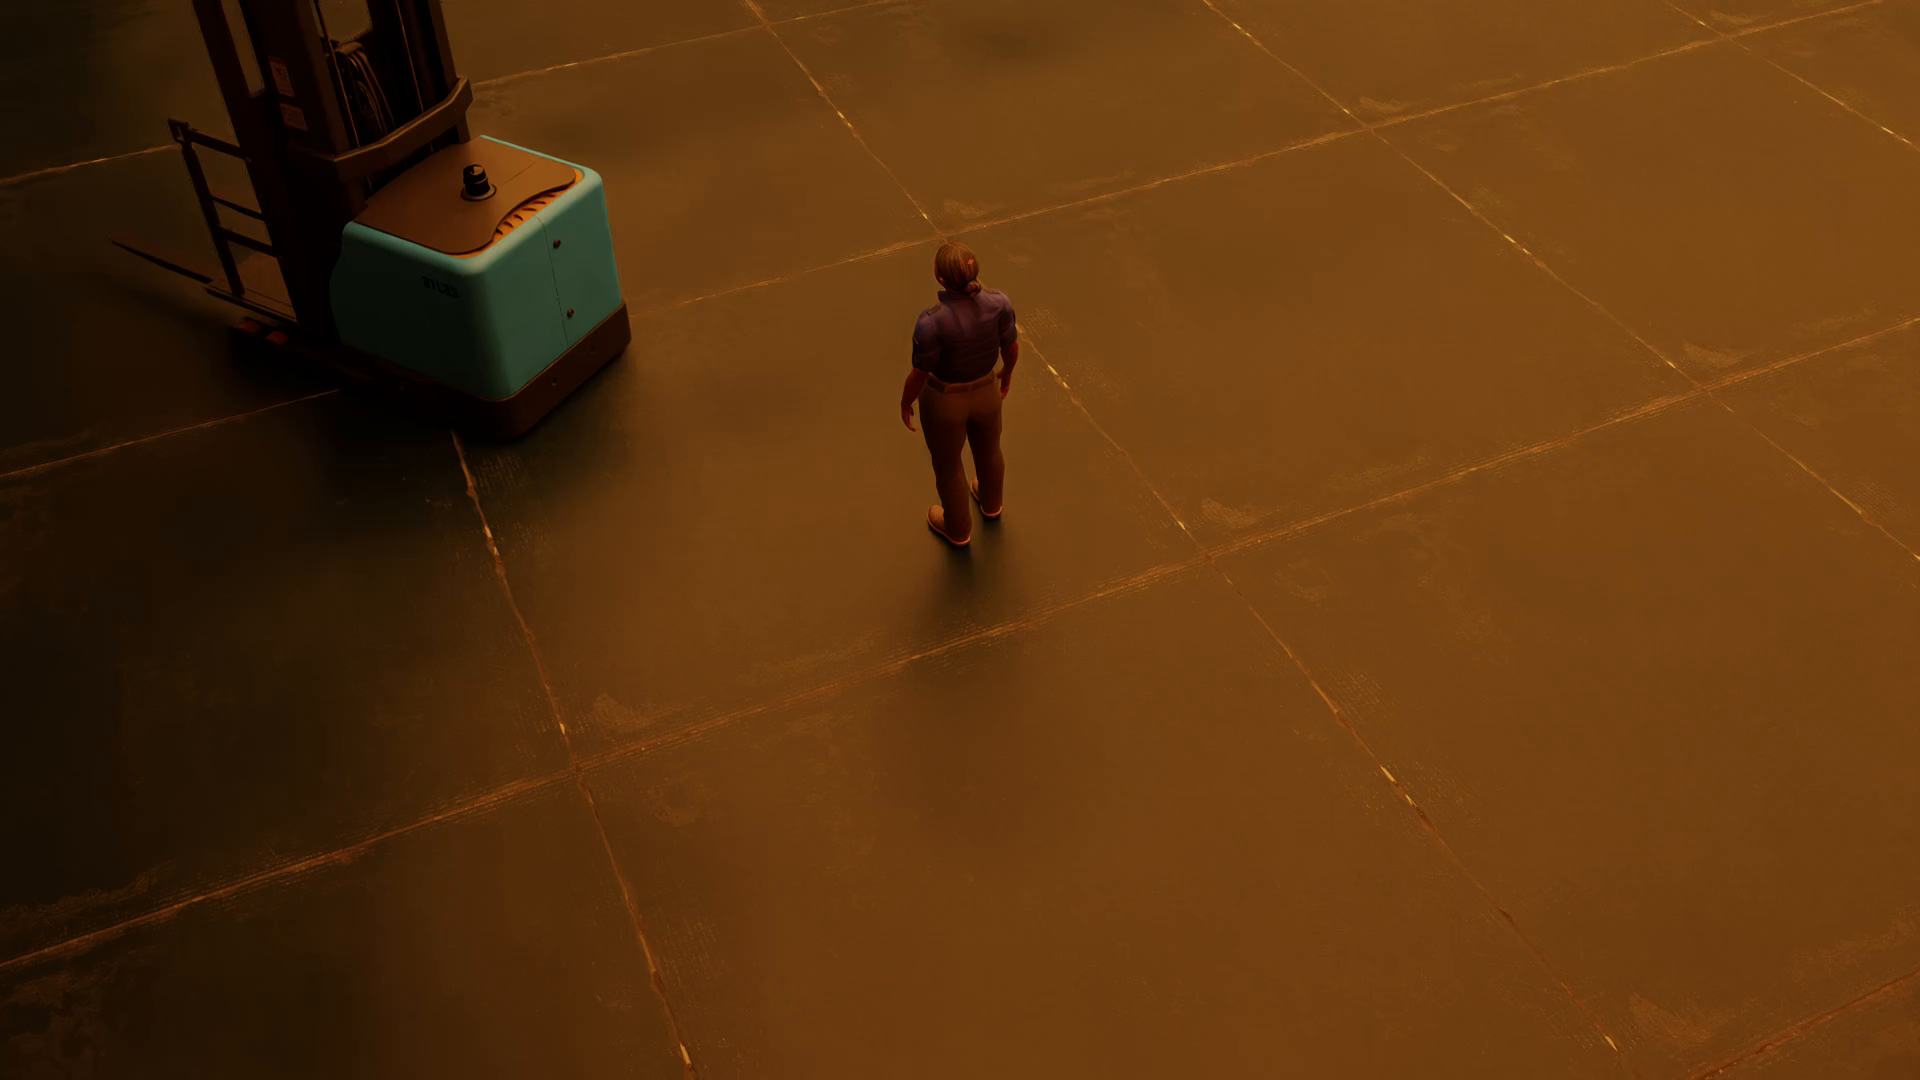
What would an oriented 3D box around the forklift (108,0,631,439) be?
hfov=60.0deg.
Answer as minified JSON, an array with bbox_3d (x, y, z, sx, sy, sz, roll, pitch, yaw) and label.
[{"bbox_3d":[-3.294,-2.305,8.151,3.031,2.935,1.130,21,47,21],"label":"forklift"}]

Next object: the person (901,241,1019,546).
[{"bbox_3d":[-0.019,-0.670,7.323,0.569,1.656,0.503,-18,46,-18],"label":"person"}]
